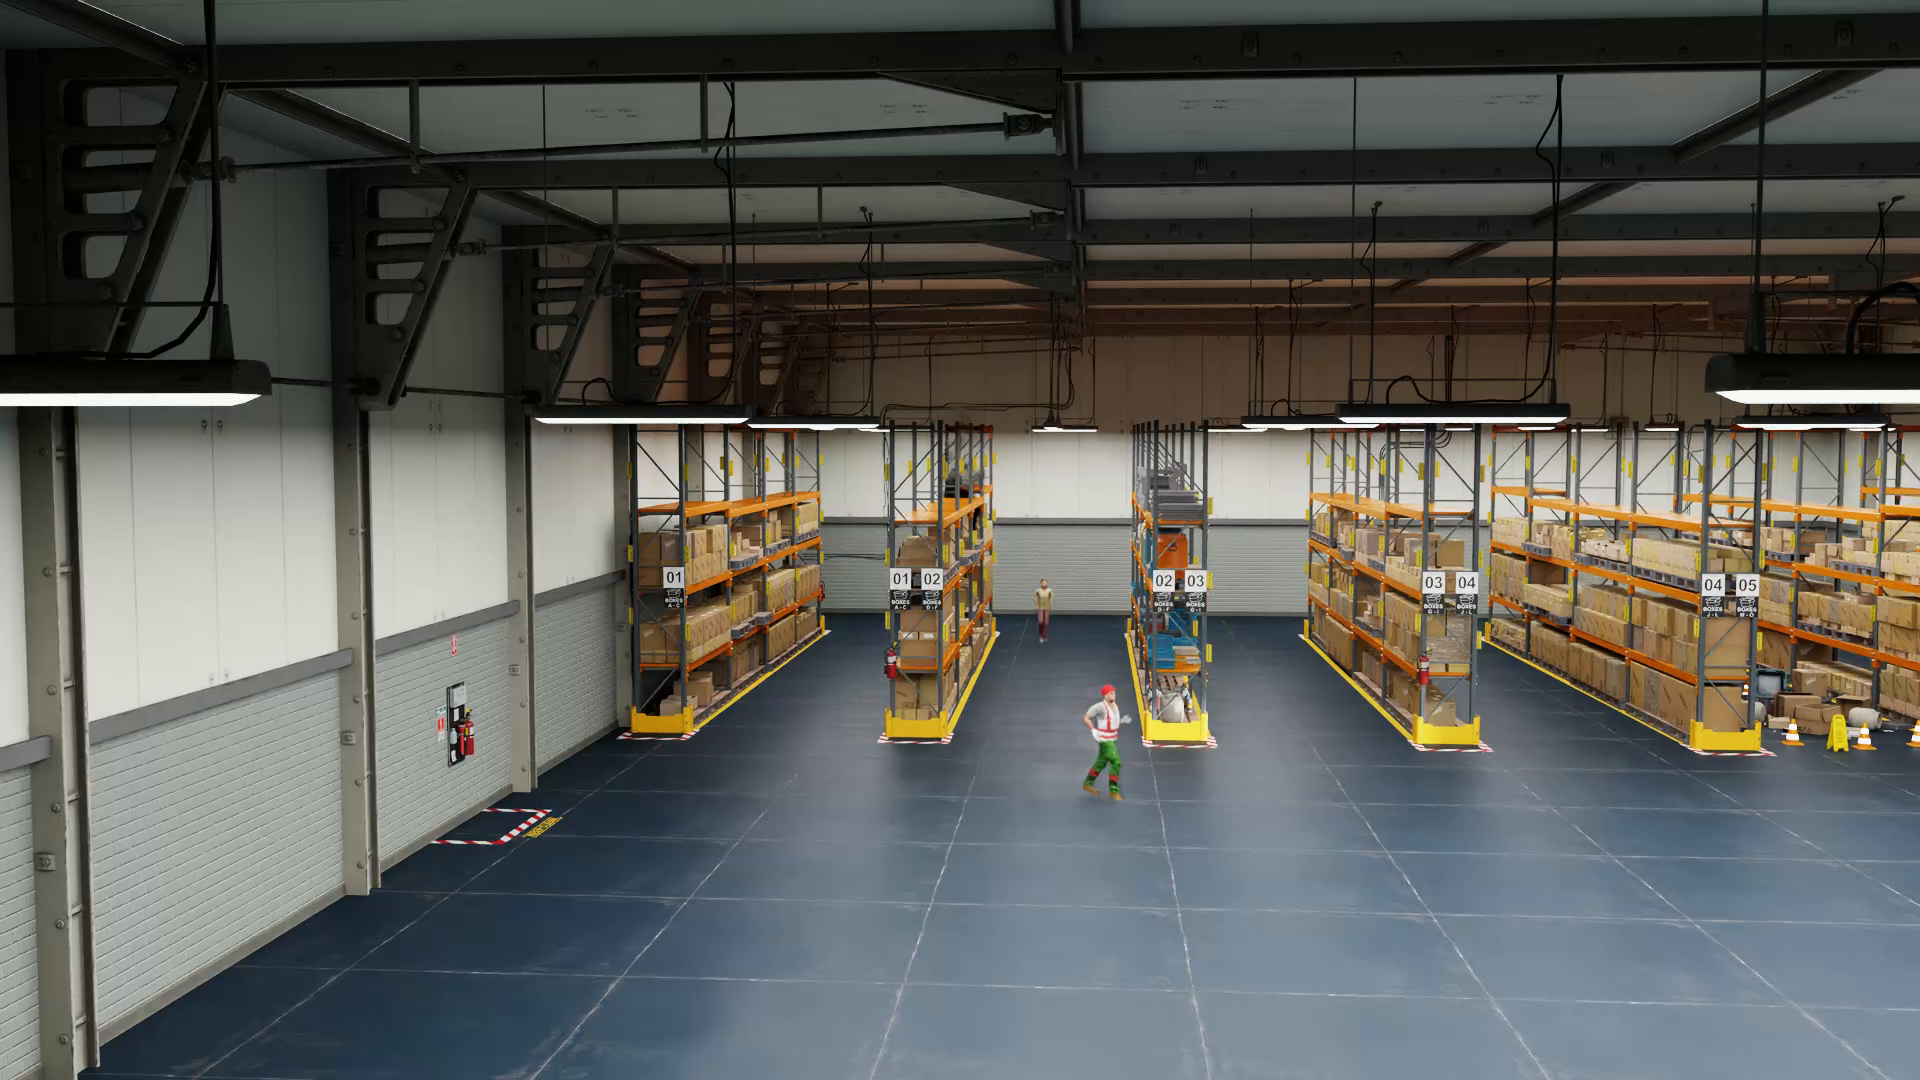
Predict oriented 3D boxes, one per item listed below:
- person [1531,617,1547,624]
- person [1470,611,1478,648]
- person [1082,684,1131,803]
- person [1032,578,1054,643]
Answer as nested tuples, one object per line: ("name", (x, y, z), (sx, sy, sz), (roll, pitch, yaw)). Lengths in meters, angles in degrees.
("person", (16.480, 1.870, 47.206), (0.909, 1.814, 0.613), (-1, 4, -9))
("person", (13.271, 2.164, 43.532), (0.618, 1.597, 0.579), (0, 4, 5))
("person", (2.300, 3.183, 26.145), (0.798, 1.851, 0.618), (2, 4, 29))
("person", (2.200, 1.987, 43.610), (0.565, 1.447, 0.571), (0, 4, -2))
